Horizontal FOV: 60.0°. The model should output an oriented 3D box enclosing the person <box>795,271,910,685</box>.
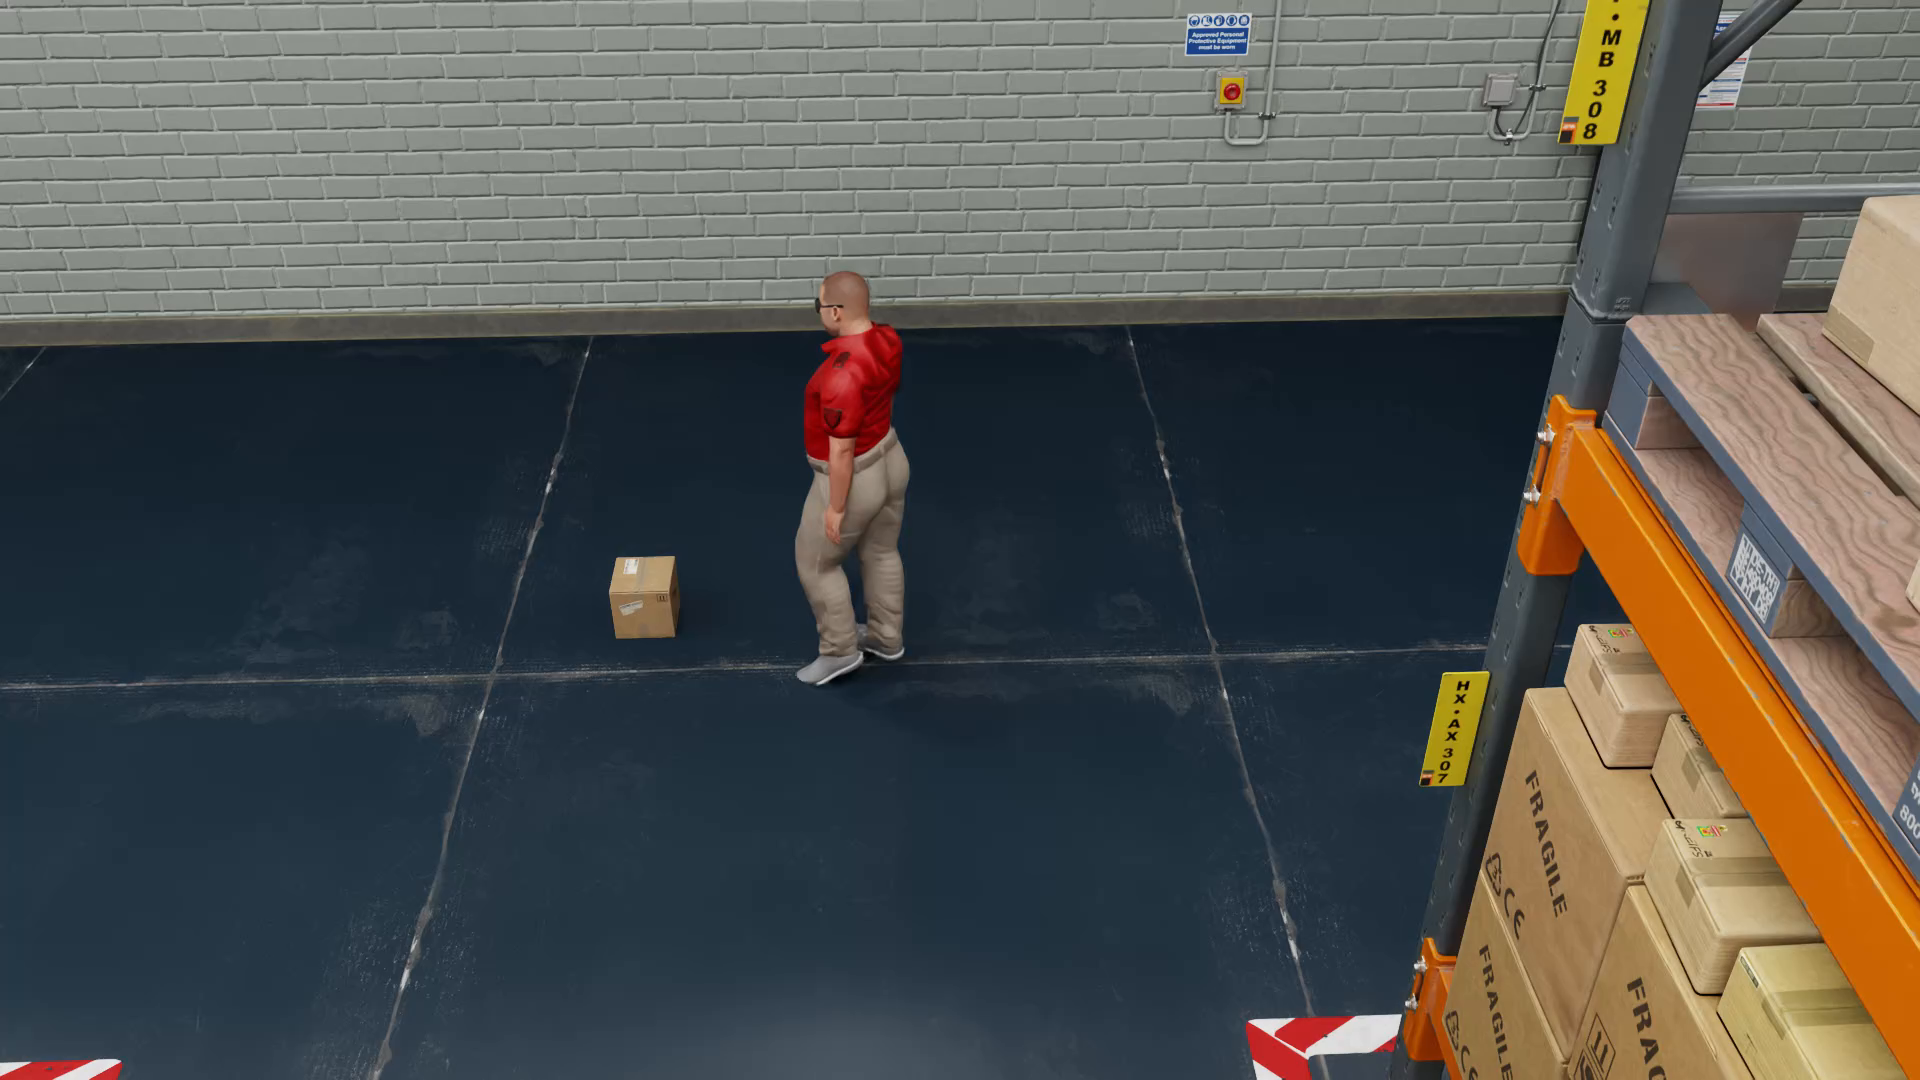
[{"bbox_3d":[-0.415,-0.211,6.502,0.372,1.793,0.558,18,39,24],"label":"person"}]
